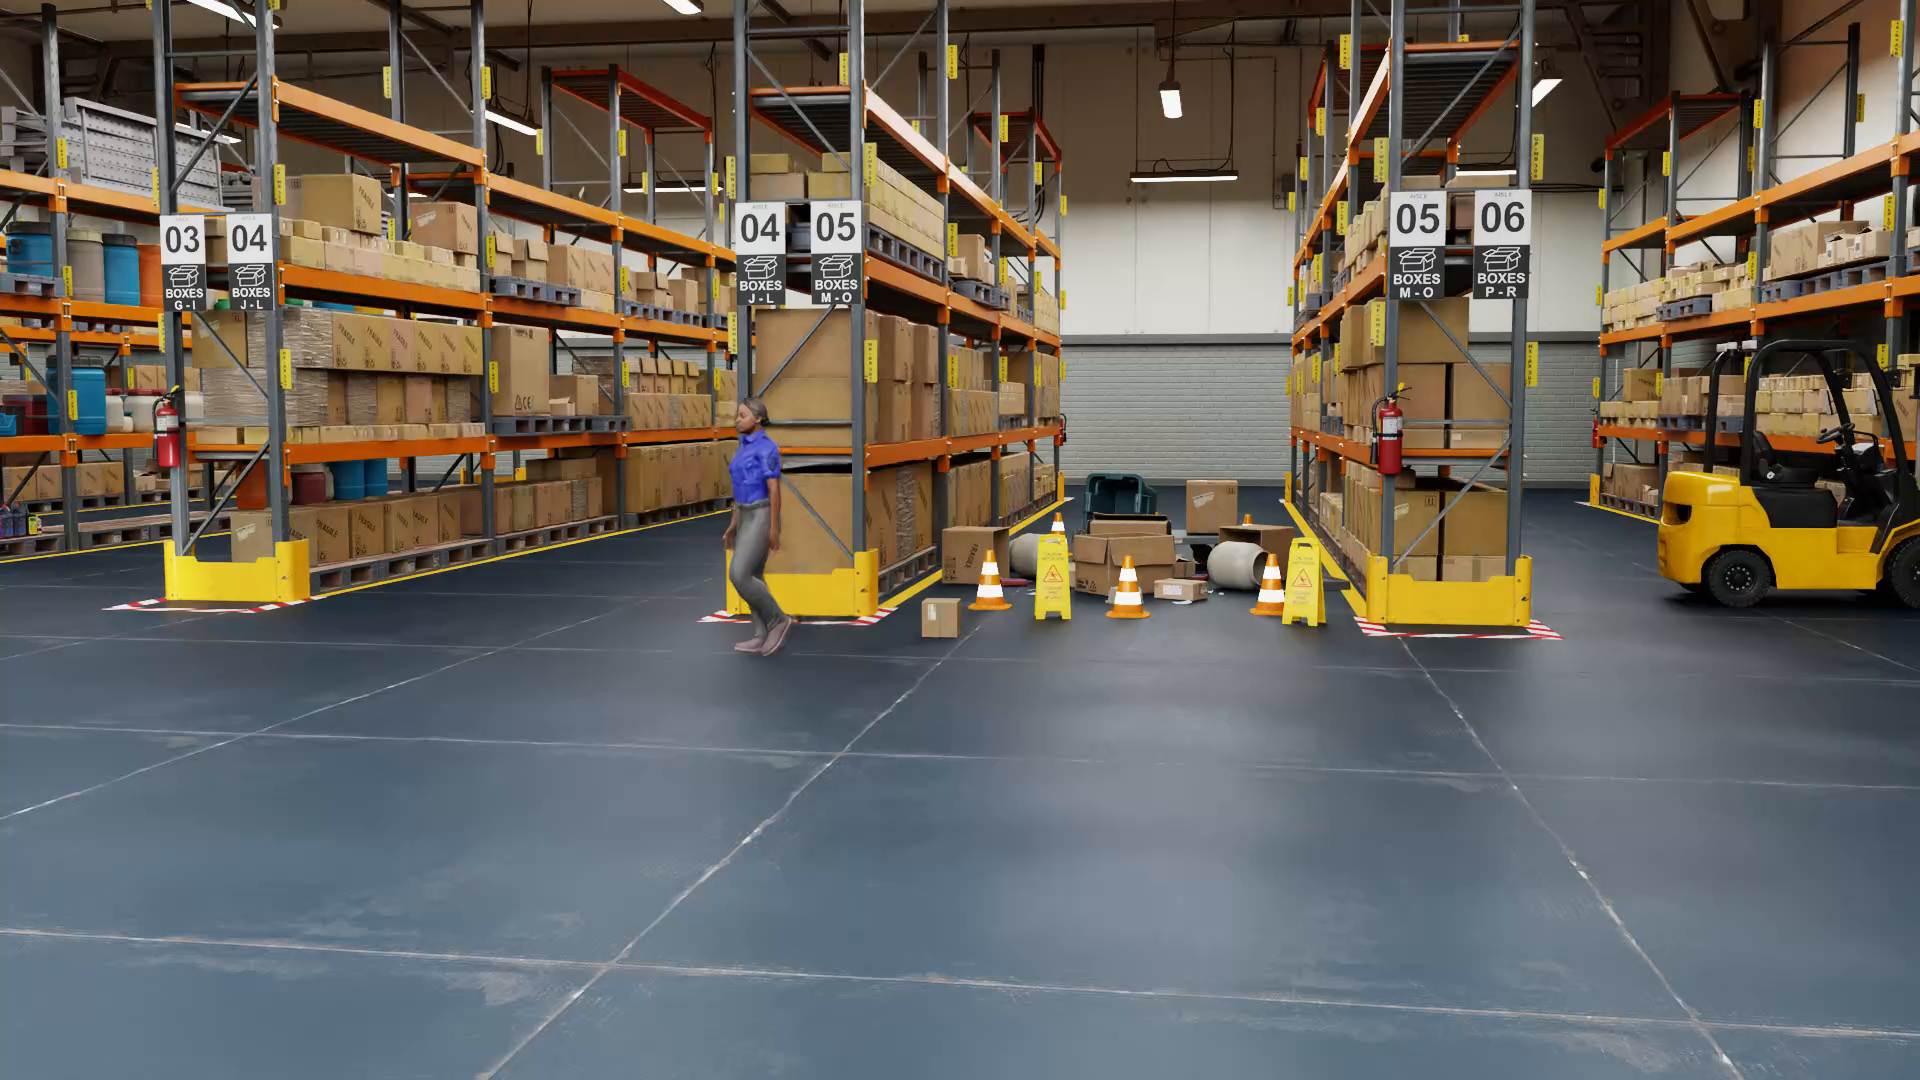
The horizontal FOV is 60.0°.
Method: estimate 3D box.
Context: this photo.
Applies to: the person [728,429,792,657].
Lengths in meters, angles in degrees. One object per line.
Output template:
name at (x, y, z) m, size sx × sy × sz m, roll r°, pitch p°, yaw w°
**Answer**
person at (-1.340, 0.017, 10.772) m, size 0.433 × 1.463 × 0.438 m, roll -2°, pitch 5°, yaw -26°
